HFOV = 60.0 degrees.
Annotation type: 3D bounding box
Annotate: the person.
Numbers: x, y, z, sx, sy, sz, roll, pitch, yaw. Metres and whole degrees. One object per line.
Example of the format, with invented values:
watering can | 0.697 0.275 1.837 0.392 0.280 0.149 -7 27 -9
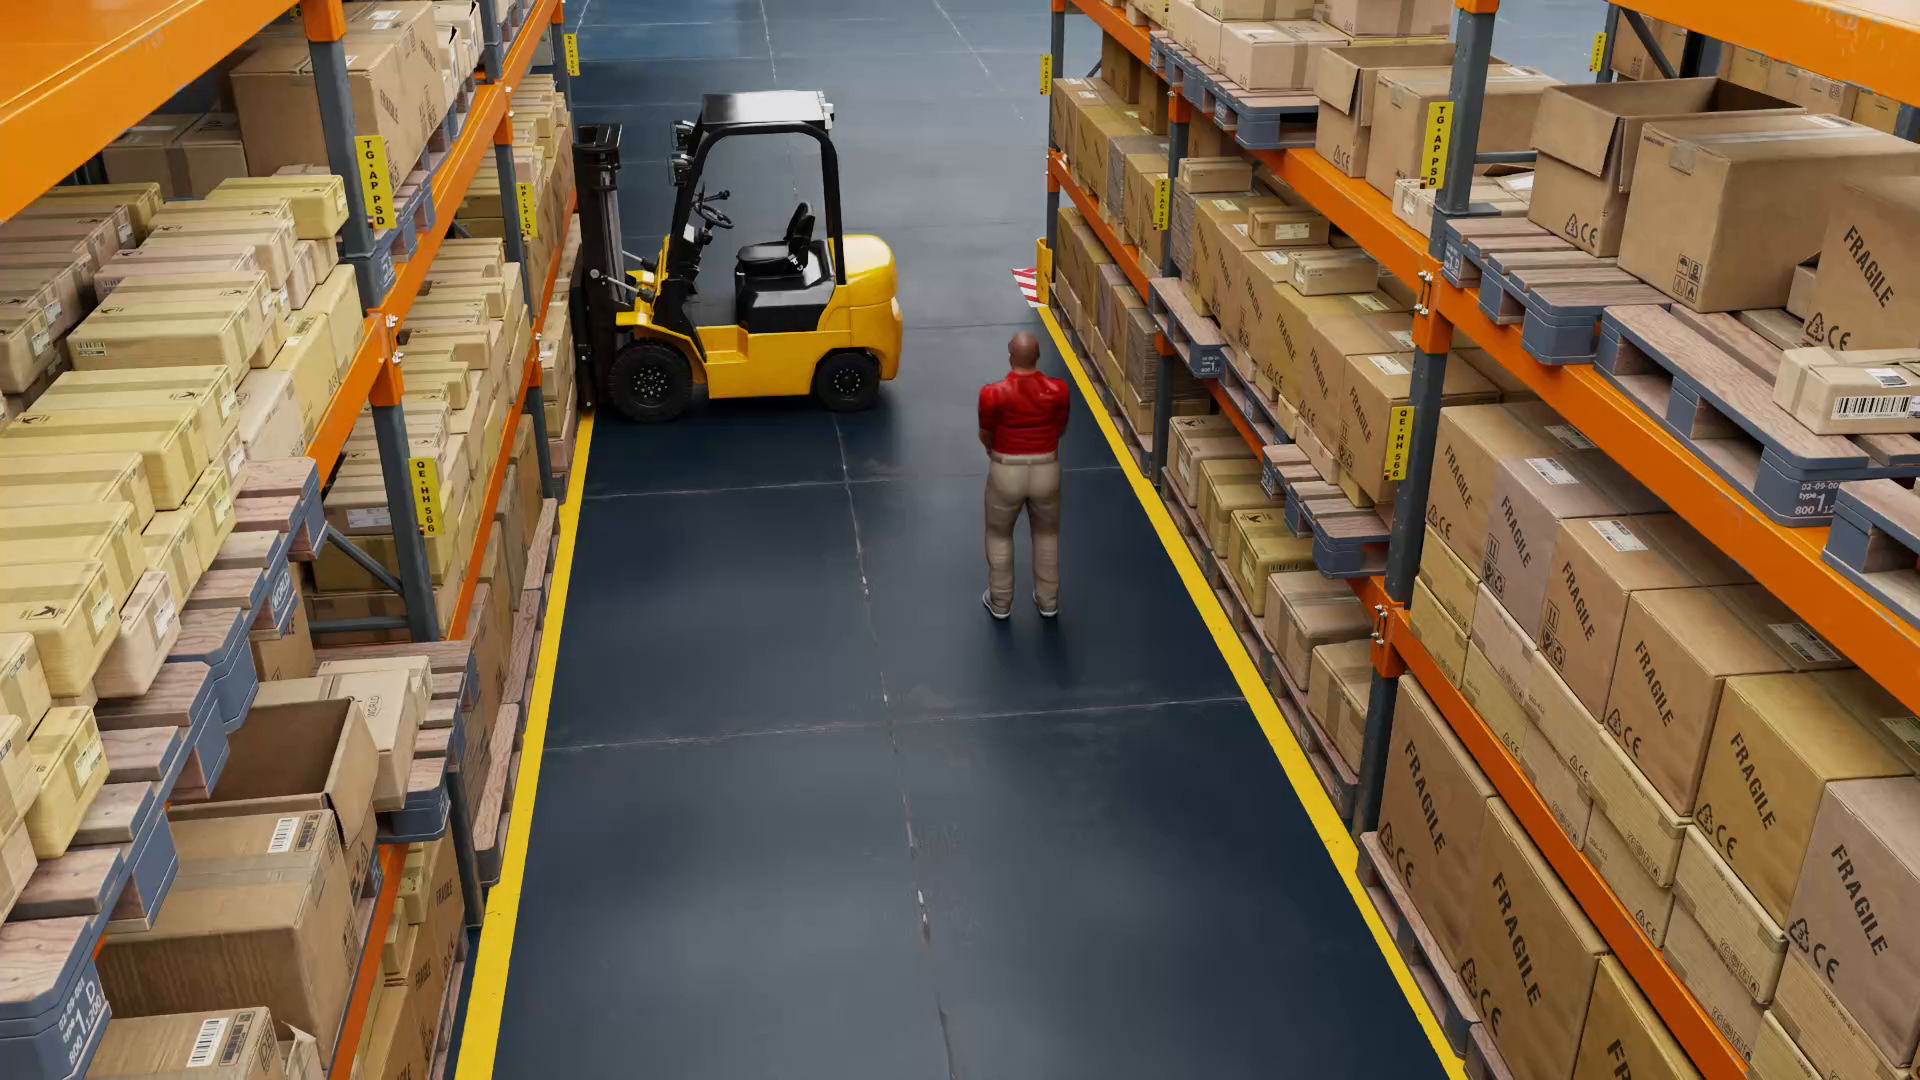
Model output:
person | 0.337 -0.396 9.413 0.514 1.725 0.530 -4 27 -7
